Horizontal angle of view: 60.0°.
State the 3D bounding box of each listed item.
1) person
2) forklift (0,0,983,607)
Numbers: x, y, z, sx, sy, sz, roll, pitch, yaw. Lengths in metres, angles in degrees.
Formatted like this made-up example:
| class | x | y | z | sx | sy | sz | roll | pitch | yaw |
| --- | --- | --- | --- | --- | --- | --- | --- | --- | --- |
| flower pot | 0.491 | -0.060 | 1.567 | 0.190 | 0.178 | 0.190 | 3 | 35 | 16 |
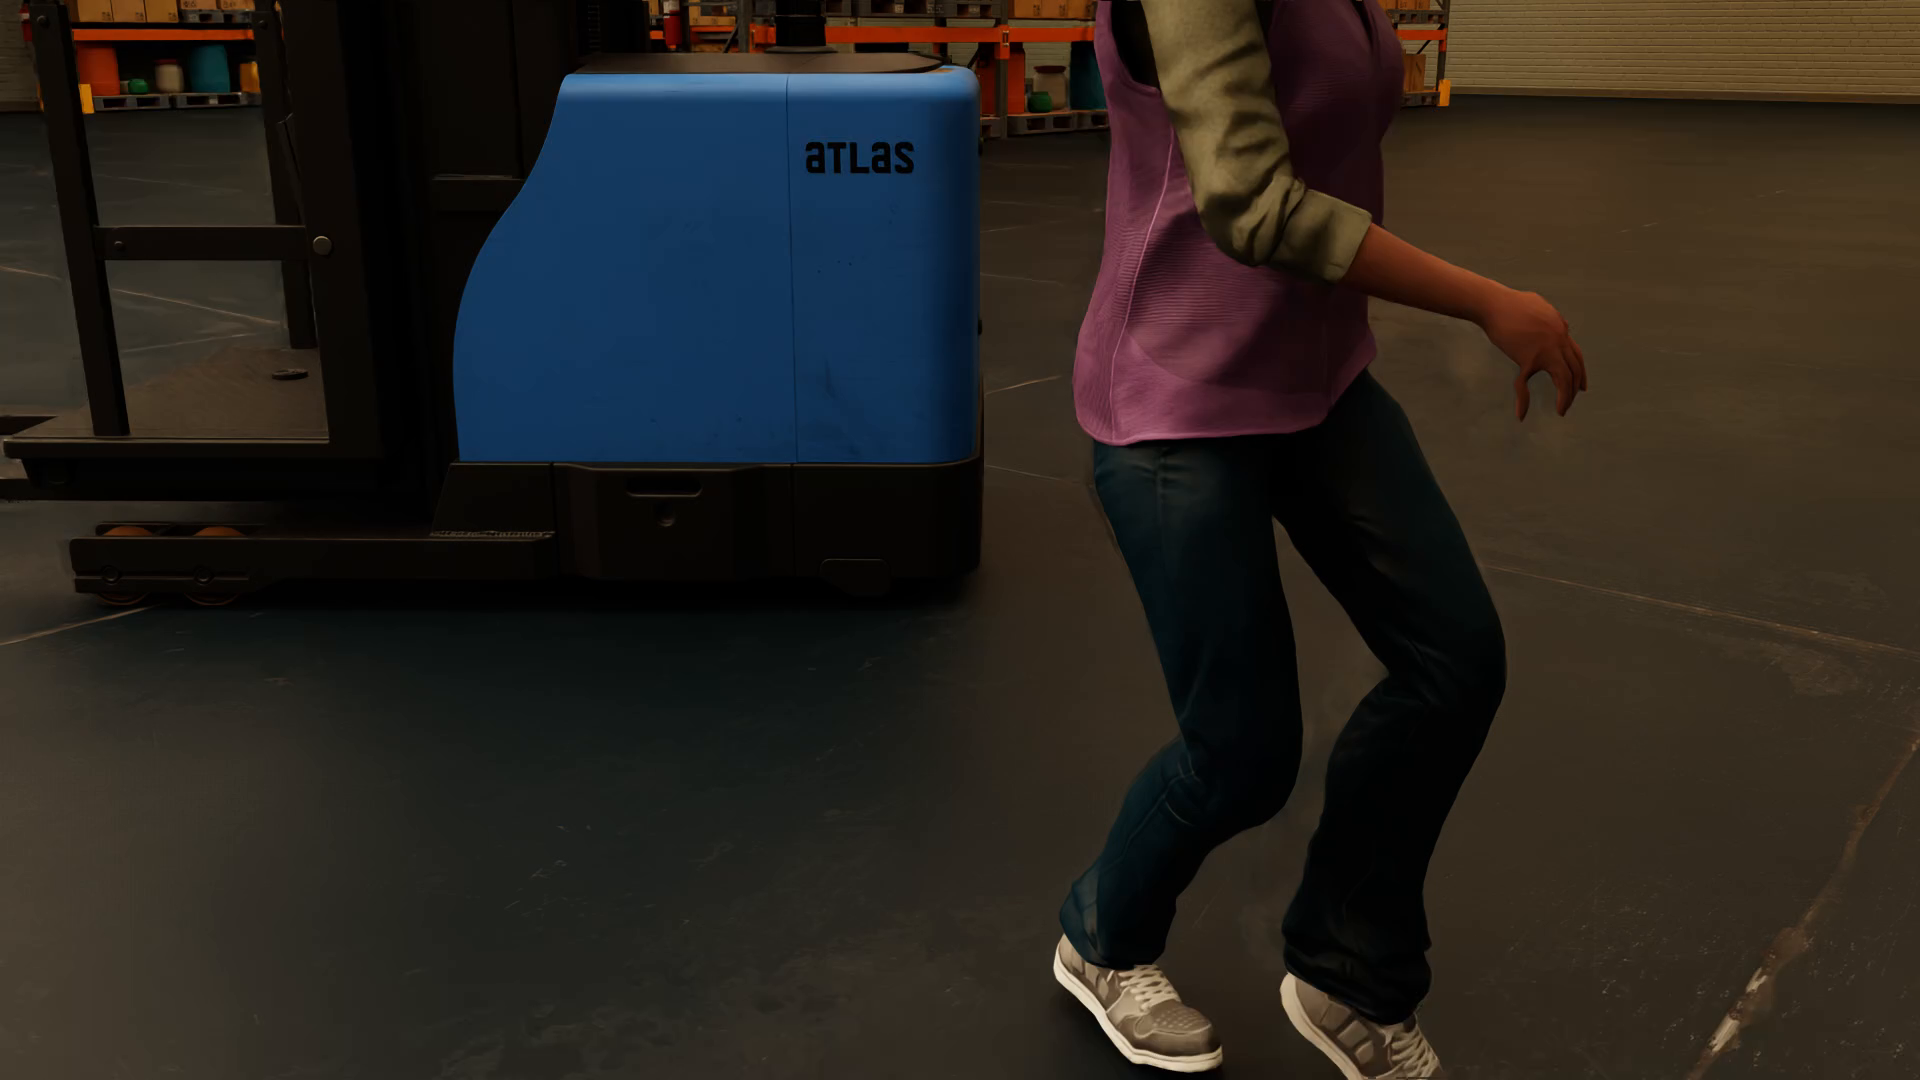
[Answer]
| class | x | y | z | sx | sy | sz | roll | pitch | yaw |
| --- | --- | --- | --- | --- | --- | --- | --- | --- | --- |
| person | 0.296 | -0.111 | 1.749 | 0.693 | 1.586 | 0.505 | 16 | 23 | 42 |
| forklift | -1.464 | -1.416 | 3.560 | 3.031 | 2.935 | 1.130 | 0 | 17 | 1 |
